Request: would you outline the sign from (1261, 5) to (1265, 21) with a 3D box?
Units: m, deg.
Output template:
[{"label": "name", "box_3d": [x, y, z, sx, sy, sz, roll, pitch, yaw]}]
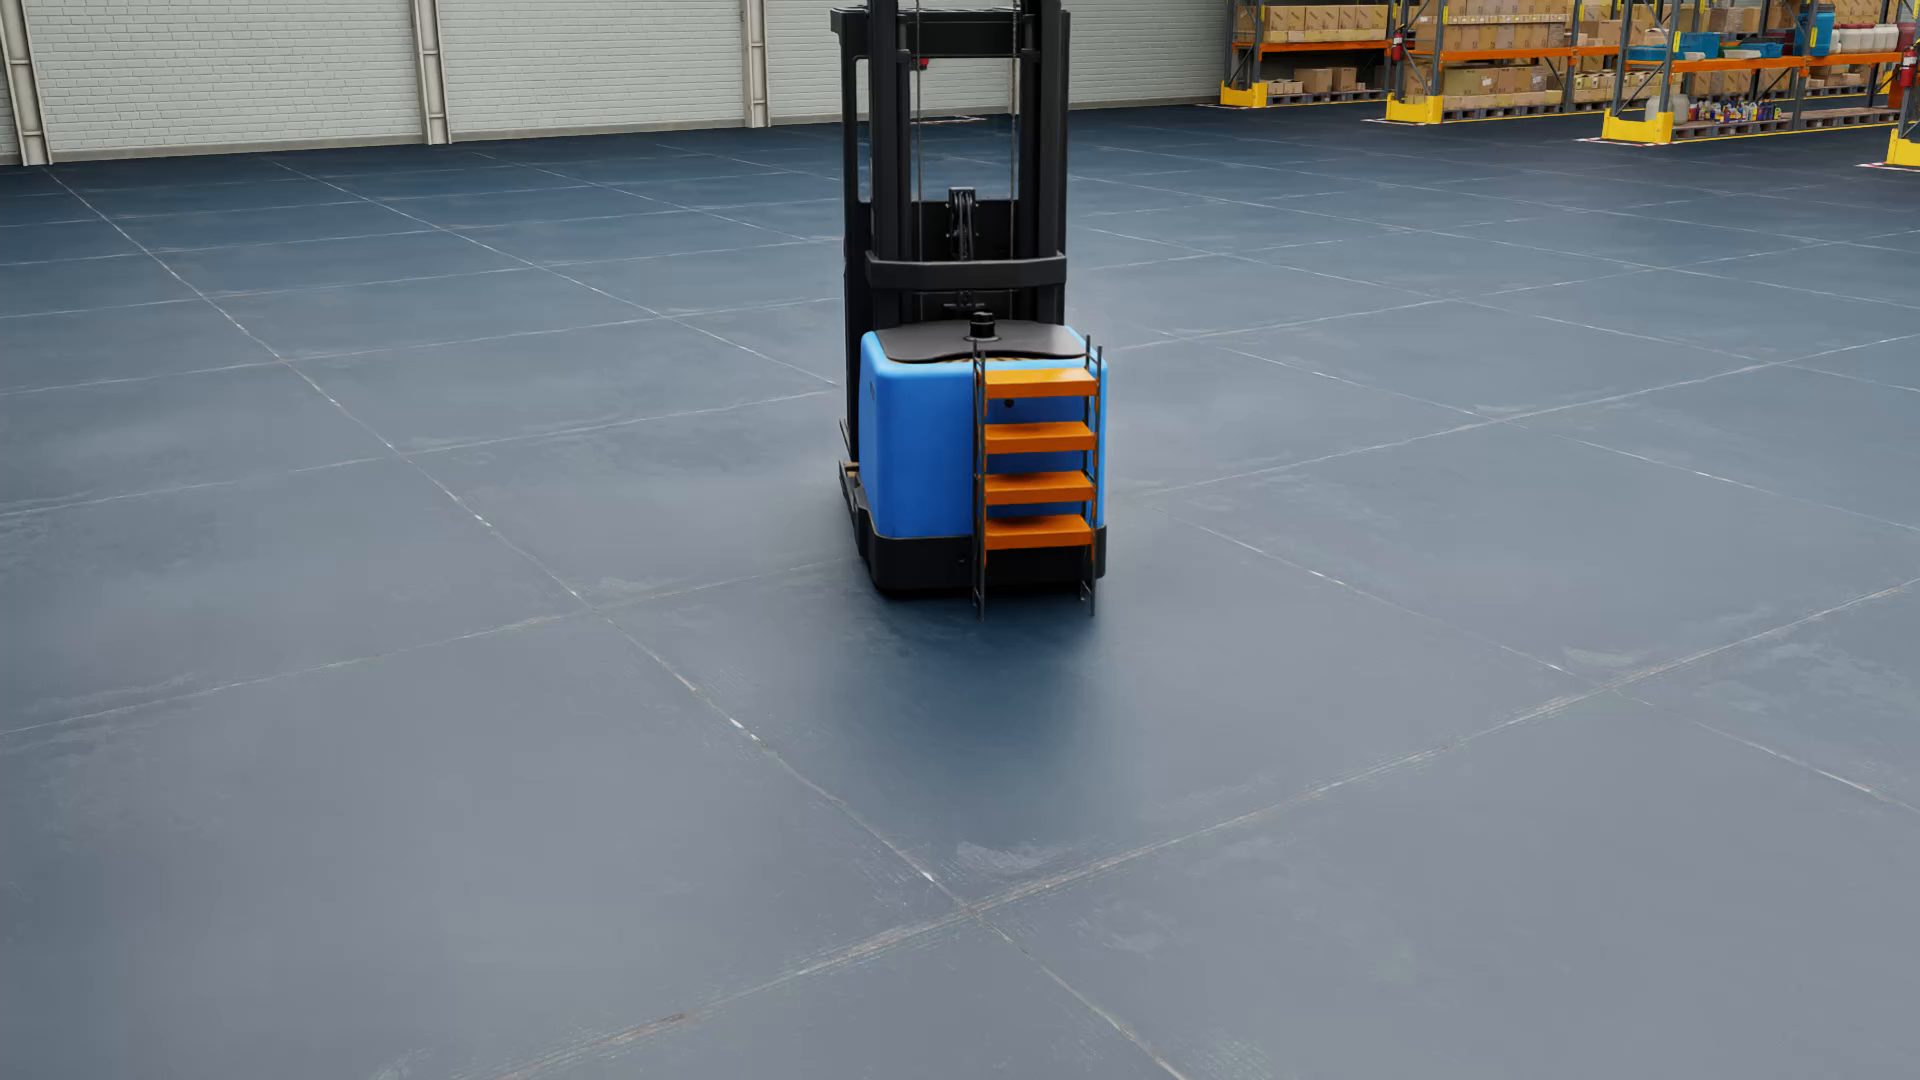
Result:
[{"label": "sign", "box_3d": [6.423, -11.185, 35.293, 0.005, 0.325, 0.100, -12, 22, -31]}]

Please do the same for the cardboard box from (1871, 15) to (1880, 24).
[{"label": "cardboard box", "box_3d": [21.559, -12.217, 39.542, 0.500, 0.500, 0.500, -12, 22, -31]}]

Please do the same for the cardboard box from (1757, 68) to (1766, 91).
[{"label": "cardboard box", "box_3d": [17.783, -10.397, 37.530, 0.500, 0.500, 0.500, -12, 22, -31]}]

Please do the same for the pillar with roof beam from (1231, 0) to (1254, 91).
[{"label": "pillar with roof beam", "box_3d": [8.601, -12.965, 32.543, 0.400, 9.000, 9.100, -12, 22, -31]}]

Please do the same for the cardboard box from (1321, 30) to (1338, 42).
[{"label": "cardboard box", "box_3d": [7.984, -11.131, 36.689, 0.500, 0.250, 0.500, -12, 22, -31]}]

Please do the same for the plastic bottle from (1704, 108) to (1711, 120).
[{"label": "plastic bottle", "box_3d": [13.446, -7.661, 29.903, 0.097, 0.201, 0.097, 0, 19, 0]}]

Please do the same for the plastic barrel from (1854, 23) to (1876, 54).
[{"label": "plastic barrel", "box_3d": [16.807, -9.354, 31.018, 0.433, 0.535, 0.433, 0, 19, 0]}]

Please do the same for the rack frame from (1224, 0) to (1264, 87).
[{"label": "rack frame", "box_3d": [6.124, -10.920, 35.861, 0.127, 3.000, 1.000, -12, 22, -31]}]

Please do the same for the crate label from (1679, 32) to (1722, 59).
[{"label": "crate label", "box_3d": [12.961, -8.683, 29.190, 0.616, 0.435, 0.502, -12, 22, -31]}]

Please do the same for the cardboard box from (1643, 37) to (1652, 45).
[{"label": "cardboard box", "box_3d": [14.499, -10.646, 35.443, 0.250, 0.149, 0.380, -10, 21, -27]}]

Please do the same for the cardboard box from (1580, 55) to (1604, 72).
[{"label": "cardboard box", "box_3d": [15.675, -12.065, 41.949, 0.750, 0.750, 0.750, -12, 22, -31]}]

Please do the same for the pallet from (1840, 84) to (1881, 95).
[{"label": "pallet", "box_3d": [21.486, -10.938, 40.271, 1.213, 0.211, 1.003, -12, 22, -31]}]

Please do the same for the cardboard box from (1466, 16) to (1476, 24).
[{"label": "cardboard box", "box_3d": [9.726, -10.052, 32.127, 0.250, 0.149, 0.380, -12, 22, -31]}]

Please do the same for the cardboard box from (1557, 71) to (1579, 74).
[{"label": "cardboard box", "box_3d": [12.804, -9.703, 35.025, 0.500, 0.311, 0.500, -11, 22, -30]}]

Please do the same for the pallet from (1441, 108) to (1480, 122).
[{"label": "pallet", "box_3d": [9.467, -8.420, 32.822, 1.213, 0.211, 1.003, -12, 22, -31]}]

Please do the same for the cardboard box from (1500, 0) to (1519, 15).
[{"label": "cardboard box", "box_3d": [10.568, -10.617, 32.783, 0.500, 0.500, 0.700, -12, 22, -31]}]

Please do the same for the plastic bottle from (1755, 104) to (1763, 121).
[{"label": "plastic bottle", "box_3d": [14.261, -7.632, 29.690, 0.133, 0.283, 0.061, -10, 21, -28]}]

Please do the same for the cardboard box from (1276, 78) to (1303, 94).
[{"label": "cardboard box", "box_3d": [7.227, -10.053, 36.808, 0.500, 0.311, 0.500, -10, 21, -27]}]

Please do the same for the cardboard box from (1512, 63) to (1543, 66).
[{"label": "cardboard box", "box_3d": [11.633, -9.554, 34.287, 0.500, 0.500, 0.500, -12, 22, -31]}]

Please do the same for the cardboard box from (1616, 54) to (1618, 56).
[{"label": "cardboard box", "box_3d": [17.255, -12.627, 43.147, 0.250, 0.149, 0.380, -13, 22, -33]}]

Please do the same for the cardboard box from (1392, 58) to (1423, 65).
[{"label": "cardboard box", "box_3d": [10.436, -11.216, 38.784, 0.500, 0.250, 0.500, -12, 22, -33]}]

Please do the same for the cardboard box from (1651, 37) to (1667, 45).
[{"label": "cardboard box", "box_3d": [14.934, -10.653, 35.465, 0.250, 0.149, 0.380, -12, 22, -31]}]

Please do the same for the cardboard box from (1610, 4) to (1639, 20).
[{"label": "cardboard box", "box_3d": [16.608, -13.267, 42.335, 0.700, 0.700, 0.980, -12, 22, -31]}]

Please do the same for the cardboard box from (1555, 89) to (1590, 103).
[{"label": "cardboard box", "box_3d": [12.665, -9.201, 34.415, 0.500, 0.250, 0.500, -13, 22, -33]}]

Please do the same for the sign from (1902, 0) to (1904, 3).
[{"label": "sign", "box_3d": [22.503, -12.960, 39.595, 0.005, 0.325, 0.100, -12, 22, -31]}]

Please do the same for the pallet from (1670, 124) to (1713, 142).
[{"label": "pallet", "box_3d": [12.292, -7.117, 28.965, 1.213, 0.211, 1.003, -12, 22, -31]}]

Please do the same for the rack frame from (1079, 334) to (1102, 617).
[{"label": "rack frame", "box_3d": [0.562, -0.270, 7.170, 0.015, 1.200, 0.240, -3, 19, -8]}]

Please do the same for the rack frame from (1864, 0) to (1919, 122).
[{"label": "rack frame", "box_3d": [18.254, -9.679, 32.191, 0.127, 3.000, 1.000, -12, 22, -31]}]

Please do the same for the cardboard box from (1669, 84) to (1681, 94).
[{"label": "cardboard box", "box_3d": [15.228, -9.743, 36.018, 0.500, 0.250, 0.500, -11, 22, -30]}]

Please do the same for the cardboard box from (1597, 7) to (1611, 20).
[{"label": "cardboard box", "box_3d": [15.899, -13.082, 41.607, 0.500, 0.500, 0.500, -12, 22, -32]}]

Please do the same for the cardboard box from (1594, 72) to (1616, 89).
[{"label": "cardboard box", "box_3d": [13.527, -9.646, 34.857, 0.500, 0.311, 0.500, -13, 22, -33]}]

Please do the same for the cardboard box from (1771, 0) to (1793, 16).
[{"label": "cardboard box", "box_3d": [19.154, -12.388, 38.488, 0.500, 0.500, 0.500, -12, 22, -31]}]

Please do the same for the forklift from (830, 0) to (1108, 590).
[{"label": "forklift", "box_3d": [-0.057, -1.598, 8.395, 1.130, 2.935, 3.031, -3, 19, -8]}]

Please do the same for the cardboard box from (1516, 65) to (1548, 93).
[{"label": "cardboard box", "box_3d": [11.501, -9.327, 33.615, 0.500, 0.500, 0.500, -12, 22, -31]}]

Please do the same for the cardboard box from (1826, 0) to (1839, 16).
[{"label": "cardboard box", "box_3d": [19.853, -12.329, 38.312, 0.500, 0.500, 0.500, -13, 22, -33]}]

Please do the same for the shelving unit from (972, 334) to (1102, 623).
[{"label": "shelving unit", "box_3d": [0.321, -0.258, 7.136, 0.503, 1.200, 0.258, -3, 19, -8]}]

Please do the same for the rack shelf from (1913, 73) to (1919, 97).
[{"label": "rack shelf", "box_3d": [15.967, -6.957, 25.261, 4.000, 0.370, 1.077, -12, 22, -31]}]

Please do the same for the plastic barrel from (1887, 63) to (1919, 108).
[{"label": "plastic barrel", "box_3d": [18.653, -8.941, 32.740, 0.708, 0.830, 0.600, -12, 22, -31]}]

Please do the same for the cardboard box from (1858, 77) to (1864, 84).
[{"label": "cardboard box", "box_3d": [21.508, -11.071, 40.045, 0.250, 0.166, 0.380, -12, 22, -31]}]

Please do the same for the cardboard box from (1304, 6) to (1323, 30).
[{"label": "cardboard box", "box_3d": [7.541, -11.391, 36.287, 0.500, 0.500, 0.500, -13, 22, -33]}]

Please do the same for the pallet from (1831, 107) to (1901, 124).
[{"label": "pallet", "box_3d": [17.586, -8.232, 32.265, 1.213, 0.211, 1.003, -12, 22, -31]}]

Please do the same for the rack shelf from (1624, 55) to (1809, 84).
[{"label": "rack shelf", "box_3d": [13.243, -8.281, 29.180, 4.000, 0.370, 1.077, -12, 22, -31]}]

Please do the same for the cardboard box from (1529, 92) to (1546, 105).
[{"label": "cardboard box", "box_3d": [11.502, -8.971, 33.734, 0.500, 0.250, 0.500, -12, 22, -31]}]

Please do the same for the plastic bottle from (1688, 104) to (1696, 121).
[{"label": "plastic bottle", "box_3d": [13.091, -7.666, 29.802, 0.135, 0.276, 0.152, -12, 22, -31]}]

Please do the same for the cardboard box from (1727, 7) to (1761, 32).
[{"label": "cardboard box", "box_3d": [17.432, -11.628, 37.143, 0.700, 0.500, 0.500, 16, 24, 39]}]

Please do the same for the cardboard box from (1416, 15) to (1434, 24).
[{"label": "cardboard box", "box_3d": [9.066, -10.068, 32.174, 0.250, 0.149, 0.380, -12, 22, -32]}]

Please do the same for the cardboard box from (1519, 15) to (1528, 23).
[{"label": "cardboard box", "box_3d": [11.022, -10.326, 32.937, 0.250, 0.149, 0.380, -11, 22, -30]}]

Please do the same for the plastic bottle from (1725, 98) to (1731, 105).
[{"label": "plastic bottle", "box_3d": [14.011, -7.897, 30.369, 0.185, 0.351, 0.144, -11, 22, -30]}]

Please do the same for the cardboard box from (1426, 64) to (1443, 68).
[{"label": "cardboard box", "box_3d": [10.923, -10.966, 39.215, 0.500, 0.500, 0.700, -12, 22, -31]}]

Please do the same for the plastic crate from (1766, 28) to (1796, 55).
[{"label": "plastic crate", "box_3d": [15.149, -9.172, 30.591, 0.583, 0.464, 0.402, -12, 22, -31]}]

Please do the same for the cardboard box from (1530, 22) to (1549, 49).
[{"label": "cardboard box", "box_3d": [11.388, -10.173, 33.496, 0.500, 0.500, 0.700, -12, 22, -32]}]

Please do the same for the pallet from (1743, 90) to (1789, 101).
[{"label": "pallet", "box_3d": [18.215, -10.235, 38.189, 1.213, 0.211, 1.003, -12, 22, -31]}]

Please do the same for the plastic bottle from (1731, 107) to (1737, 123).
[{"label": "plastic bottle", "box_3d": [13.628, -7.500, 29.318, 0.097, 0.271, 0.097, 0, 19, 0]}]
